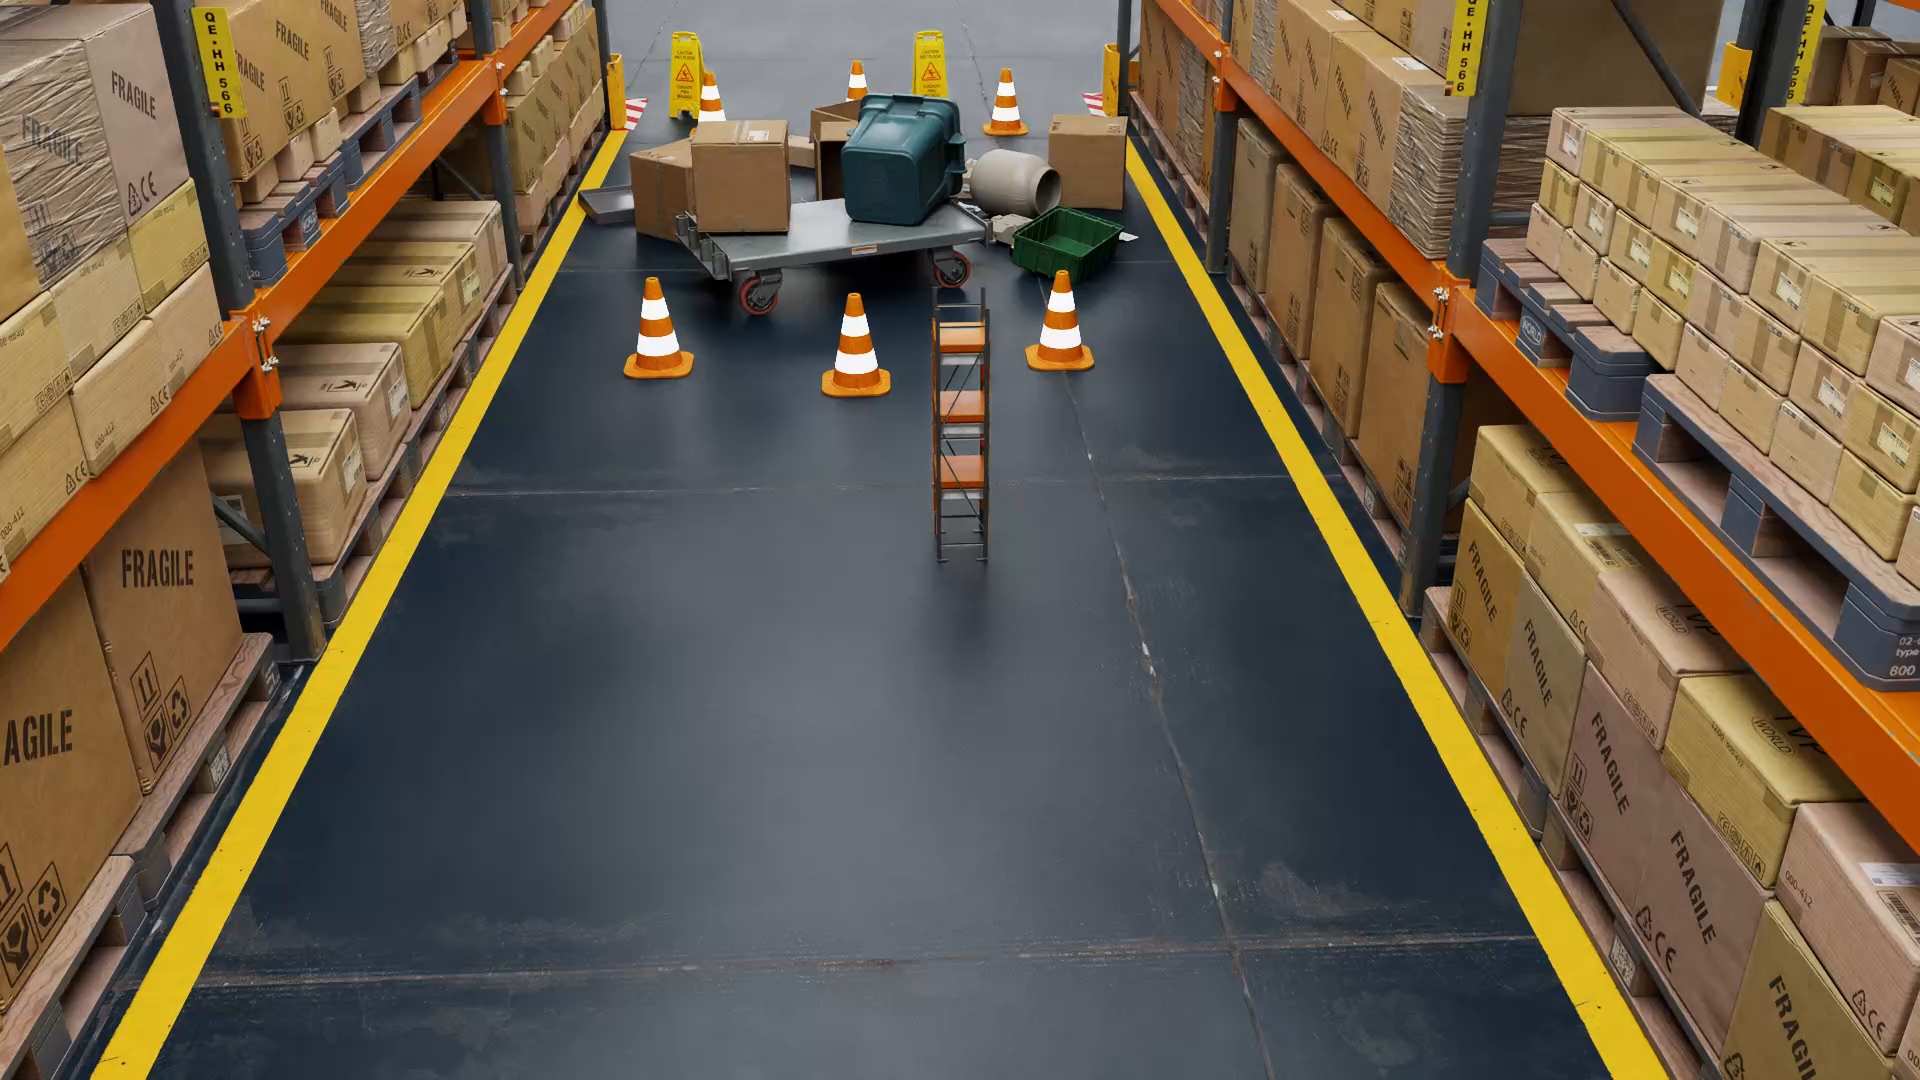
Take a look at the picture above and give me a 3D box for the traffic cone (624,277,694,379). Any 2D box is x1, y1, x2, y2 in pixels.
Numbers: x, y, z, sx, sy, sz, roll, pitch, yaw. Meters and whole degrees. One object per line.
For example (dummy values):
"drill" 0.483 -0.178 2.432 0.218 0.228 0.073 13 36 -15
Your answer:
"traffic cone" -1.527 -1.088 8.336 0.336 0.463 0.334 -1 28 -3

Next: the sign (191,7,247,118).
"sign" -2.227 -1.433 5.002 0.100 0.325 0.005 -1 28 -3

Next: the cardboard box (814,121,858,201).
"cardboard box" -0.522 -2.371 10.605 0.797 0.637 0.503 -1 28 -3

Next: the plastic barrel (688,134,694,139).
"plastic barrel" -1.579 -2.540 11.161 0.512 0.421 0.421 19 33 32

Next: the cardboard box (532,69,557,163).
"cardboard box" -2.791 -2.577 10.156 0.500 0.500 0.500 0 28 -1

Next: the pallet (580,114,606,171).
"pallet" -3.188 -2.952 12.181 1.003 0.211 1.213 -1 28 -3

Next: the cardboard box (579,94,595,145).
"cardboard box" -2.869 -2.960 11.701 0.500 0.250 0.500 -1 28 -2

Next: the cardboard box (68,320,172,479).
"cardboard box" -2.453 -0.375 4.388 0.500 0.250 0.500 -1 28 -2

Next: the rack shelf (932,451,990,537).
"rack shelf" 0.003 -0.185 6.593 0.215 0.259 0.240 -1 28 -3

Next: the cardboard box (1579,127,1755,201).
"cardboard box" 2.004 -1.067 4.727 0.380 0.149 0.250 -2 28 -4

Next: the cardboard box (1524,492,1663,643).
"cardboard box" 1.978 0.077 4.796 0.500 0.250 0.500 -2 28 -3

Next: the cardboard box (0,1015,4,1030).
"cardboard box" -2.739 0.997 3.438 0.875 0.875 0.875 -1 28 -1

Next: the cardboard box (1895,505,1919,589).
"cardboard box" 2.089 0.044 3.240 0.380 0.149 0.250 -3 28 -5

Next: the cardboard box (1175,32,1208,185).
"cardboard box" 1.934 -2.871 10.854 0.875 0.875 0.875 -1 28 -2

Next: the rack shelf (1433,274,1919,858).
"rack shelf" 2.261 0.172 3.955 1.077 0.370 4.000 -1 28 -3

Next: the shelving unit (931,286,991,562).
"shelving unit" 0.003 -0.441 6.460 0.215 1.050 0.252 -1 28 -3

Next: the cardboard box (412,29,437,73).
"cardboard box" -2.625 -2.238 7.615 0.380 0.149 0.250 -1 28 -2

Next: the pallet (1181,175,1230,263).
"pallet" 1.986 -2.035 10.423 1.003 0.211 1.213 -1 28 -3

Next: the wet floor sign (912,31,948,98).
"wet floor sign" -0.240 -3.687 13.121 0.267 0.644 0.232 -6 28 -11

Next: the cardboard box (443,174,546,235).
"cardboard box" -2.751 -1.998 9.856 0.500 0.250 0.500 -3 28 -5

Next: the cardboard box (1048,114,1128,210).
"cardboard box" 0.842 -2.503 11.006 0.500 0.500 0.500 3 28 6

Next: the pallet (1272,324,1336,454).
"pallet" 2.130 -0.762 7.984 1.003 0.211 1.213 -1 28 -3

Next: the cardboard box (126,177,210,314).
"cardboard box" -2.502 -0.842 4.743 0.500 0.250 0.500 -1 28 -3

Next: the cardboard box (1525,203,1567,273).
"cardboard box" 1.979 -0.934 5.115 0.380 0.149 0.250 -2 28 -3

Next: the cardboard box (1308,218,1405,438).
"cardboard box" 2.166 -0.947 7.300 1.050 0.750 0.750 -1 28 -2

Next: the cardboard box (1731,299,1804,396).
"cardboard box" 2.050 -0.455 3.874 0.380 0.149 0.250 -2 28 -3

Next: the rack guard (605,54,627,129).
"rack guard" -3.195 -3.456 12.835 1.175 0.500 0.348 -1 28 -3

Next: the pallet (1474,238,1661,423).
"pallet" 2.301 -0.659 4.978 1.213 0.211 1.003 -1 28 -3

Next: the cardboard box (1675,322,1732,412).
"cardboard box" 2.039 -0.438 4.164 0.380 0.149 0.250 -1 28 -1

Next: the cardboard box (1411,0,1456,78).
"cardboard box" 2.116 -2.000 6.151 0.700 0.500 0.500 -2 28 -3

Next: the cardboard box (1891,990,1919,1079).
"cardboard box" 2.074 1.028 2.973 0.500 0.250 0.500 -2 28 -4

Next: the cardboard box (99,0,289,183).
"cardboard box" -2.573 -1.480 5.461 0.500 0.500 0.500 -2 28 -4

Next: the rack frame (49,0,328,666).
"rack frame" -2.781 -0.905 5.241 1.000 3.000 0.127 -1 28 -3

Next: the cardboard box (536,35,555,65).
"cardboard box" -2.743 -3.039 10.340 0.380 0.149 0.250 0 28 0

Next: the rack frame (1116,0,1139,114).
"rack frame" 1.739 -4.765 12.643 1.000 3.000 0.127 -1 28 -3

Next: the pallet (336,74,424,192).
"pallet" -2.925 -1.733 7.036 1.003 0.211 1.213 -1 28 -3

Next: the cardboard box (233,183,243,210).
"cardboard box" -2.612 -1.134 5.498 0.380 0.149 0.250 -3 28 -6

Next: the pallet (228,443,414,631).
"pallet" -2.820 -0.029 6.578 1.003 0.211 1.213 -1 28 -3

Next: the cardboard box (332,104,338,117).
"cardboard box" -2.646 -1.630 6.449 0.380 0.149 0.250 0 28 0

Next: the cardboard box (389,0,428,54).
"cardboard box" -2.689 -2.439 7.299 0.500 0.500 0.500 0 28 -1

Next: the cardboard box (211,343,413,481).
"cardboard box" -2.847 -0.527 6.905 0.950 0.372 0.625 -2 28 -4

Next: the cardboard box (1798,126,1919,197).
"cardboard box" 2.651 -1.078 4.748 0.380 0.149 0.250 -2 28 -3

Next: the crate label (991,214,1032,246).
"crate label" 0.313 -1.919 10.281 0.298 0.136 0.250 -23 35 -37

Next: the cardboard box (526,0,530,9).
"cardboard box" -2.819 -3.269 10.045 0.380 0.149 0.250 -2 28 -3

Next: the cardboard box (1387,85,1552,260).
"cardboard box" 1.865 -1.317 5.923 0.500 0.500 0.500 -1 28 -3

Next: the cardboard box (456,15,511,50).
"cardboard box" -2.686 -2.794 9.135 0.380 0.149 0.250 -2 28 -3

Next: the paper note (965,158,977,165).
"paper note" 0.123 -2.702 11.900 0.144 0.017 0.142 8 29 15

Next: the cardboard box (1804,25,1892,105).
"cardboard box" 6.714 -3.628 12.710 0.500 0.500 0.500 4 28 7

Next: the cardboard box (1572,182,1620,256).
"cardboard box" 1.998 -0.924 4.774 0.380 0.149 0.250 0 28 0

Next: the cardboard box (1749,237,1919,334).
"cardboard box" 2.058 -0.584 3.801 0.380 0.149 0.250 -1 28 -1

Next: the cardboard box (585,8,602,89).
"cardboard box" -2.897 -3.535 11.992 0.500 0.500 0.500 -1 28 -2

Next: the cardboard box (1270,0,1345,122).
"cardboard box" 1.757 -2.249 7.710 0.500 0.500 0.500 -2 28 -3

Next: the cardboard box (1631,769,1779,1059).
"cardboard box" 2.027 0.889 4.051 0.500 0.500 0.500 -2 28 -4
